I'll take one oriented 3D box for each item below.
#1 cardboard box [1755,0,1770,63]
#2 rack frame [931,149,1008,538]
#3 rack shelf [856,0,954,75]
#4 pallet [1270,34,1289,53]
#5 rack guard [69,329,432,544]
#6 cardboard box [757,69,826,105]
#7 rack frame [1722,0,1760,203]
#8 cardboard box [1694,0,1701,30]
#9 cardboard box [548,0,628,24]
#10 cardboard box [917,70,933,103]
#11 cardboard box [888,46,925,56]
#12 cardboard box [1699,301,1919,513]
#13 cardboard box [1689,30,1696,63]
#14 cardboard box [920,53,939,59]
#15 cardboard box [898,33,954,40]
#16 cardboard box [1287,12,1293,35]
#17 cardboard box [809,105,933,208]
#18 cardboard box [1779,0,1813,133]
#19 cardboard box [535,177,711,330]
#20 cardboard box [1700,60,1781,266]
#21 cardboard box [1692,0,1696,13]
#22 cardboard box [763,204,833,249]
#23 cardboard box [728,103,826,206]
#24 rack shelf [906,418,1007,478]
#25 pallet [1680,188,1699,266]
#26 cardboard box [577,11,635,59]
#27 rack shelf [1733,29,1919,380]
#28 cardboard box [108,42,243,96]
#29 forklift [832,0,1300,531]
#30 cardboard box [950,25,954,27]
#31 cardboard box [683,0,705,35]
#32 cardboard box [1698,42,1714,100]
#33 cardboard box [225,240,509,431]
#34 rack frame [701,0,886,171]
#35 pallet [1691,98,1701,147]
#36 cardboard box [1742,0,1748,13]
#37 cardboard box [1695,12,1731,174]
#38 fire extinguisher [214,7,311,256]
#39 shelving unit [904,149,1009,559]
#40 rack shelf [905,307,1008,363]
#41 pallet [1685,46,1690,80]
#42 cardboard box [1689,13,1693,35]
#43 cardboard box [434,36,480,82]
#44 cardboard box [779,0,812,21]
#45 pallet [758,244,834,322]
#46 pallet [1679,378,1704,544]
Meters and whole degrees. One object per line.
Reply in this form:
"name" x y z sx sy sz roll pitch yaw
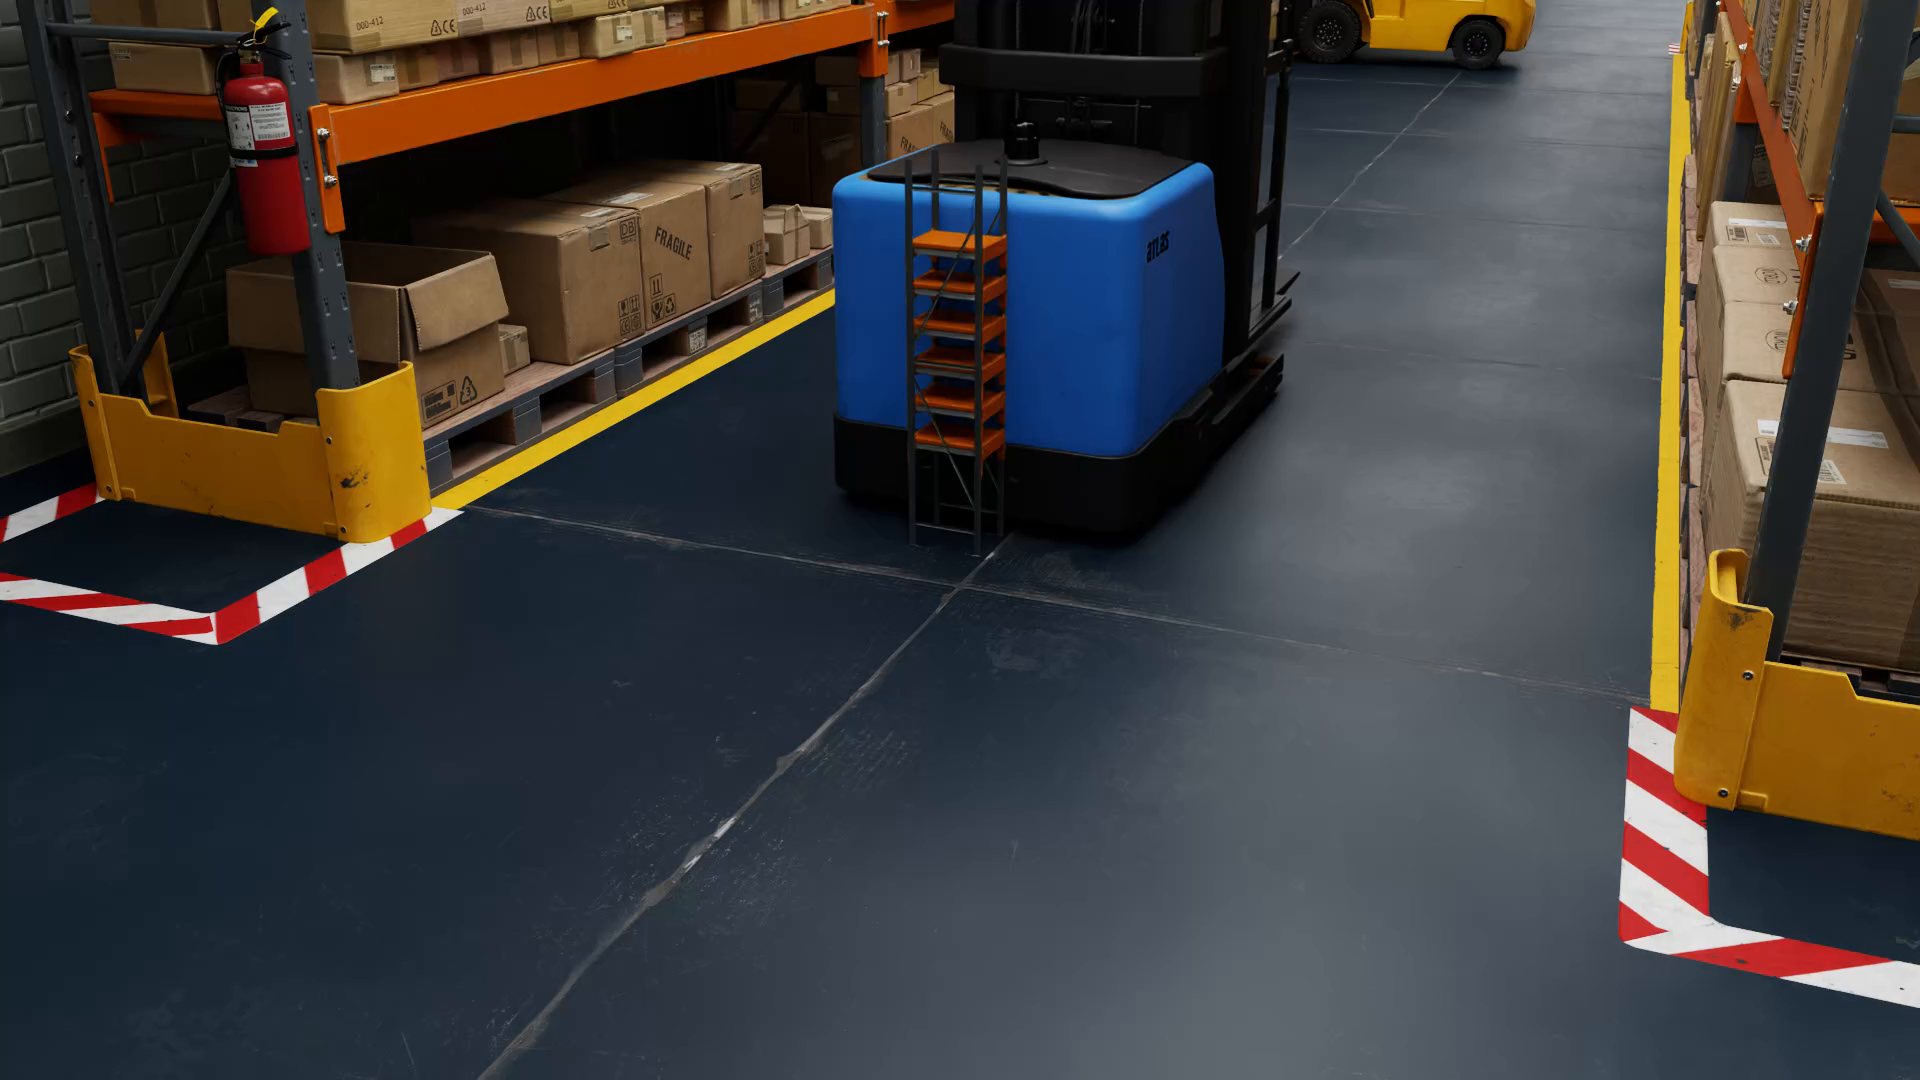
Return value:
"cardboard box" 3.135 -1.941 5.876 0.500 0.500 0.500 9 24 20
"rack frame" 0.027 -0.580 5.081 0.240 1.200 0.006 10 25 22
"rack shelf" -0.124 -3.298 10.187 1.077 0.370 4.000 9 24 20
"pallet" 2.891 -5.207 17.442 1.003 0.211 1.213 9 24 20
"rack guard" -2.324 -0.357 5.455 1.175 0.500 0.348 9 24 20
"cardboard box" -0.905 -2.522 9.252 0.380 0.149 0.250 9 24 20
"rack frame" 3.743 -2.205 6.637 1.000 3.000 0.127 9 24 20
"cardboard box" 7.061 -4.954 15.268 0.500 0.500 0.500 10 25 23
"cardboard box" -1.562 -2.037 6.044 0.500 0.250 0.500 8 24 19
"cardboard box" -0.371 -2.548 9.315 0.380 0.149 0.250 7 24 17
"cardboard box" -0.434 -2.982 10.355 0.380 0.149 0.250 8 24 18
"cardboard box" 2.742 -0.364 5.010 0.875 0.438 0.875 9 24 21
"cardboard box" 6.873 -4.435 14.998 0.500 0.250 0.500 8 24 19
"cardboard box" -0.060 -2.820 9.967 0.380 0.149 0.250 10 25 22
"cardboard box" -0.193 -3.268 11.038 0.380 0.149 0.250 8 24 18
"cardboard box" 3.150 -5.377 17.253 0.500 0.250 0.500 10 25 22
"cardboard box" -0.478 -2.096 9.073 0.500 0.500 0.500 10 25 22
"cardboard box" 2.573 -1.393 4.564 0.500 0.500 0.500 10 24 22
"cardboard box" -1.395 -1.204 6.938 0.500 0.500 0.500 9 24 21
"cardboard box" 3.899 -1.652 7.524 0.875 0.875 0.875 10 25 22
"cardboard box" 7.636 -5.513 16.605 0.500 0.500 0.500 8 24 18
"cardboard box" -0.801 -1.551 8.226 0.380 0.149 0.250 8 24 18
"cardboard box" -0.959 -2.173 9.258 0.500 0.500 0.500 9 24 20
"rack shelf" -0.010 -0.285 5.114 0.258 0.103 0.180 10 25 22
"pallet" 4.411 -1.643 8.910 1.003 0.211 1.213 9 24 20
"cardboard box" -1.451 -1.899 6.231 0.380 0.149 0.250 8 24 19
"rack shelf" 3.000 -1.157 5.062 1.077 0.370 4.000 9 24 20
"cardboard box" -2.479 -1.524 5.333 0.380 0.149 0.250 8 24 19
"forklift" 0.643 -1.914 6.031 1.130 2.935 3.031 10 25 22
"cardboard box" 0.136 -3.543 11.698 0.380 0.149 0.250 10 25 23
"cardboard box" -1.292 -2.194 6.936 0.380 0.149 0.250 9 24 21
"cardboard box" 6.258 -3.603 12.849 0.950 0.372 0.625 10 25 23
"cardboard box" -2.037 -0.730 5.800 0.797 0.503 0.637 8 24 18
"rack frame" -0.867 -2.914 8.335 1.000 3.000 0.127 9 24 20
"pallet" 5.975 -3.064 12.312 1.003 0.211 1.213 9 24 20
"cardboard box" 3.866 -2.514 7.573 0.500 0.250 0.500 8 24 19
"cardboard box" 4.895 -2.614 9.829 0.875 0.875 0.875 9 24 20
"fire extinguisher" -1.978 -1.156 4.711 0.296 0.674 0.183 9 24 20
"shelving unit" -0.010 -0.548 5.004 0.258 1.200 0.189 10 25 22
"rack shelf" -0.010 -0.617 4.975 0.258 0.103 0.180 10 25 22
"pallet" 7.383 -4.465 15.665 1.003 0.211 1.213 9 24 20
"cardboard box" 7.644 -5.175 16.770 0.500 0.250 0.500 9 24 20
"cardboard box" -1.859 -1.642 5.615 0.380 0.149 0.250 8 24 19
"cardboard box" -0.901 -2.455 7.562 0.380 0.149 0.250 9 24 21
"pallet" -1.123 -1.382 8.285 1.003 0.211 1.213 9 24 20
"pallet" 2.936 -0.219 5.501 1.003 0.211 1.213 9 24 20
